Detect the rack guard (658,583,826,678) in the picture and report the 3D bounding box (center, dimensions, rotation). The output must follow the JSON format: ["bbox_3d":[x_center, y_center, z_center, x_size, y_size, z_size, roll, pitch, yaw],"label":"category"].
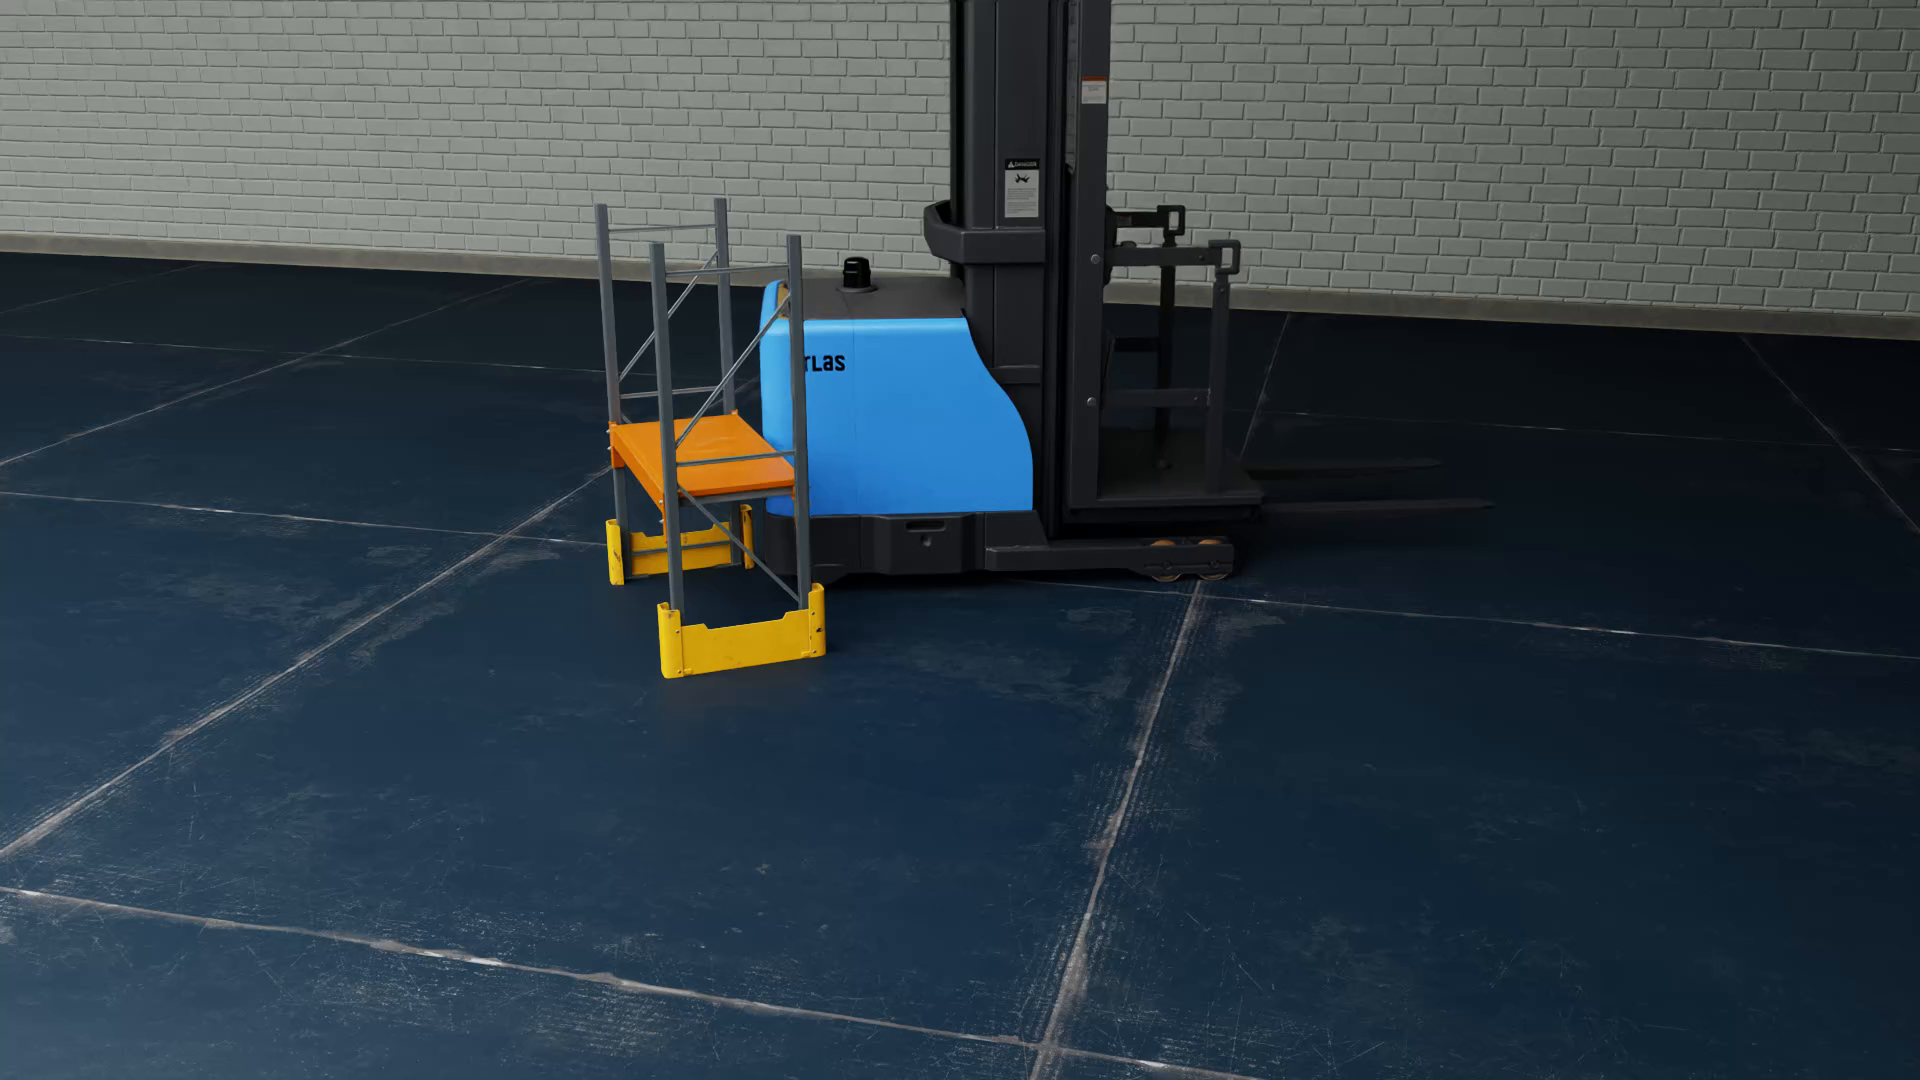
[{"bbox_3d":[-0.764,0.318,5.871,0.587,0.250,0.087,-7,20,-20],"label":"rack guard"}]

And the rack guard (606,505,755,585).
[{"bbox_3d":[-1.130,0.018,6.748,0.587,0.250,0.087,-7,20,-20],"label":"rack guard"}]

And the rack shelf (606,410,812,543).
[{"bbox_3d":[-0.950,-0.256,6.174,0.538,0.185,1.000,-7,20,-20],"label":"rack shelf"}]

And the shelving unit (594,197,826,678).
[{"bbox_3d":[-0.947,-0.424,6.108,0.587,1.500,1.083,-7,20,-20],"label":"shelving unit"}]

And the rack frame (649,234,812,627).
[{"bbox_3d":[-0.764,-0.274,5.668,0.500,1.500,0.032,-7,20,-20],"label":"rack frame"}]

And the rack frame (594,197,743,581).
[{"bbox_3d":[-1.137,-0.579,6.563,0.500,1.500,0.032,-7,20,-20],"label":"rack frame"}]

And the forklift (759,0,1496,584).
[{"bbox_3d":[0.696,-1.386,6.712,3.031,2.935,1.130,-2,19,-5],"label":"forklift"}]
